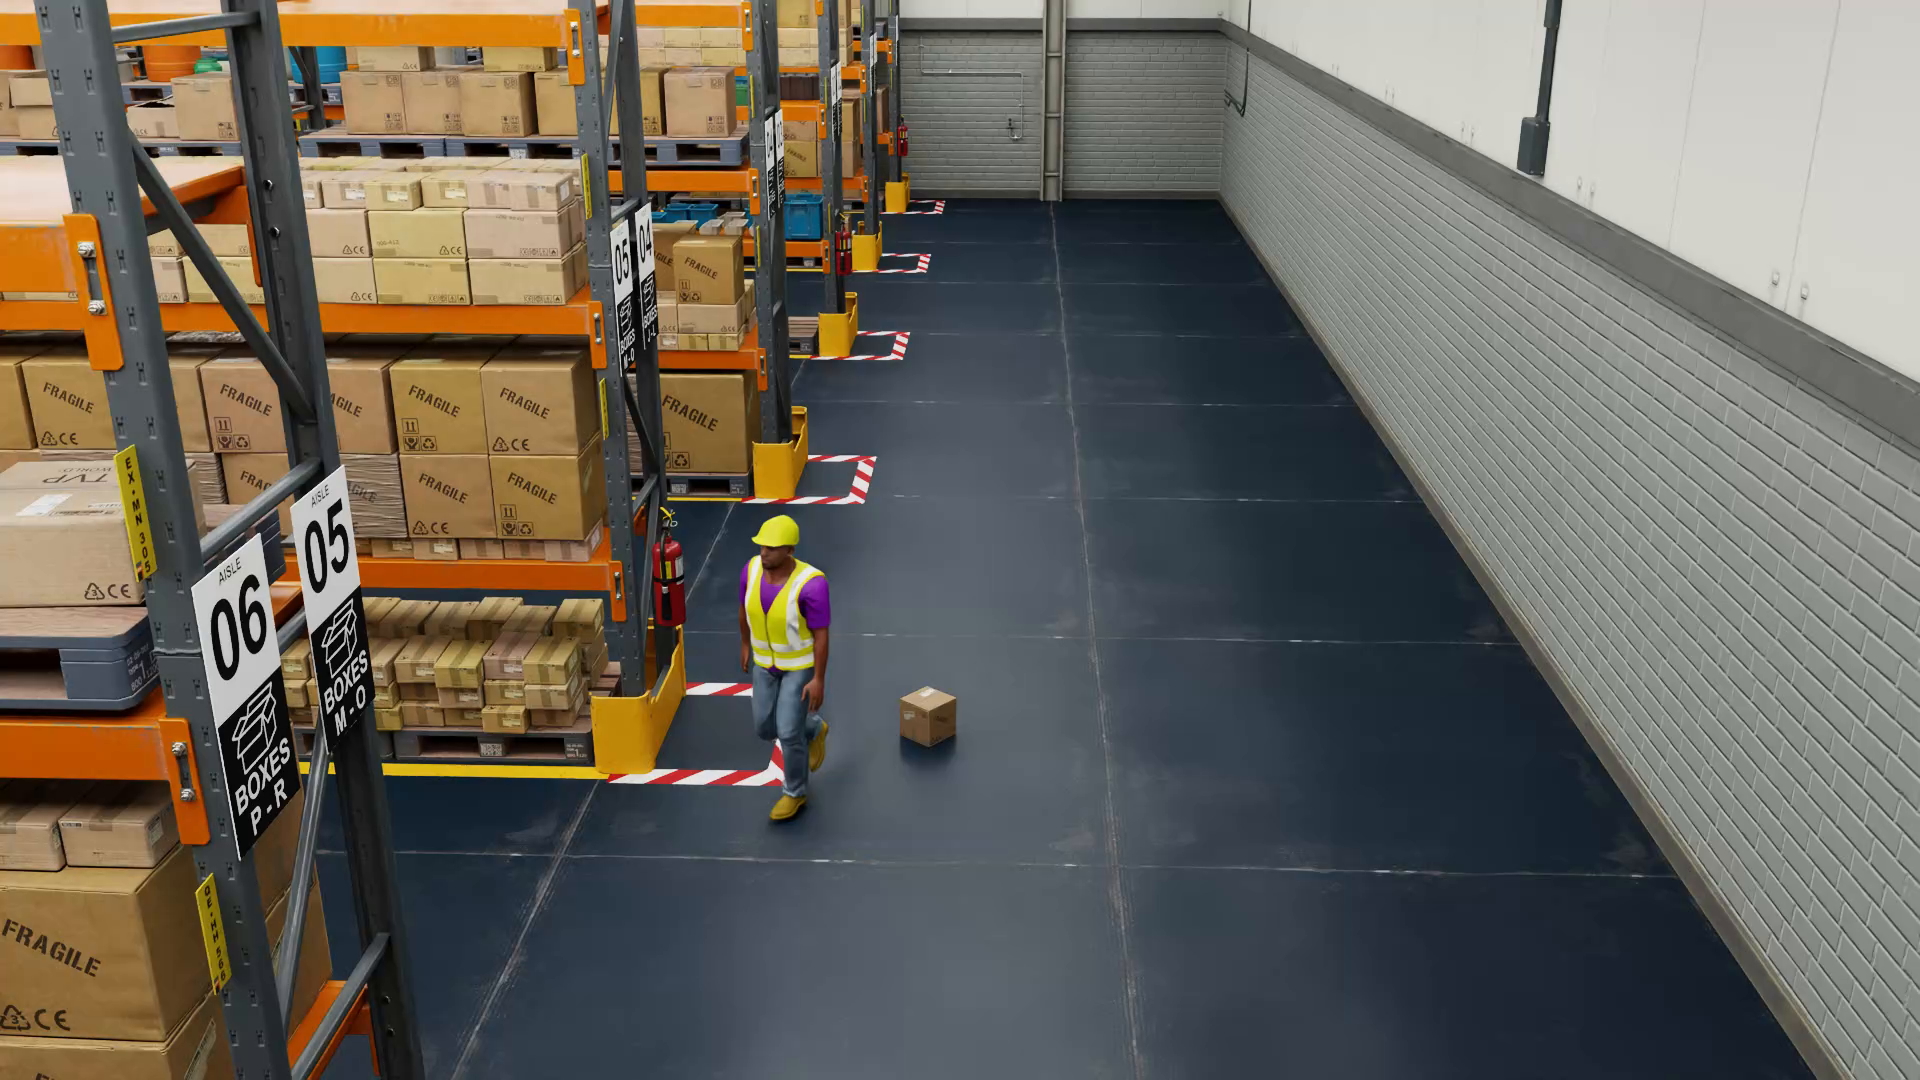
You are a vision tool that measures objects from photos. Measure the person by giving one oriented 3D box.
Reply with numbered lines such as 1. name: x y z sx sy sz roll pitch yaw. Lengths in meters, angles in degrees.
1. person: -0.960 0.666 9.309 0.662 1.701 0.687 11 23 26
